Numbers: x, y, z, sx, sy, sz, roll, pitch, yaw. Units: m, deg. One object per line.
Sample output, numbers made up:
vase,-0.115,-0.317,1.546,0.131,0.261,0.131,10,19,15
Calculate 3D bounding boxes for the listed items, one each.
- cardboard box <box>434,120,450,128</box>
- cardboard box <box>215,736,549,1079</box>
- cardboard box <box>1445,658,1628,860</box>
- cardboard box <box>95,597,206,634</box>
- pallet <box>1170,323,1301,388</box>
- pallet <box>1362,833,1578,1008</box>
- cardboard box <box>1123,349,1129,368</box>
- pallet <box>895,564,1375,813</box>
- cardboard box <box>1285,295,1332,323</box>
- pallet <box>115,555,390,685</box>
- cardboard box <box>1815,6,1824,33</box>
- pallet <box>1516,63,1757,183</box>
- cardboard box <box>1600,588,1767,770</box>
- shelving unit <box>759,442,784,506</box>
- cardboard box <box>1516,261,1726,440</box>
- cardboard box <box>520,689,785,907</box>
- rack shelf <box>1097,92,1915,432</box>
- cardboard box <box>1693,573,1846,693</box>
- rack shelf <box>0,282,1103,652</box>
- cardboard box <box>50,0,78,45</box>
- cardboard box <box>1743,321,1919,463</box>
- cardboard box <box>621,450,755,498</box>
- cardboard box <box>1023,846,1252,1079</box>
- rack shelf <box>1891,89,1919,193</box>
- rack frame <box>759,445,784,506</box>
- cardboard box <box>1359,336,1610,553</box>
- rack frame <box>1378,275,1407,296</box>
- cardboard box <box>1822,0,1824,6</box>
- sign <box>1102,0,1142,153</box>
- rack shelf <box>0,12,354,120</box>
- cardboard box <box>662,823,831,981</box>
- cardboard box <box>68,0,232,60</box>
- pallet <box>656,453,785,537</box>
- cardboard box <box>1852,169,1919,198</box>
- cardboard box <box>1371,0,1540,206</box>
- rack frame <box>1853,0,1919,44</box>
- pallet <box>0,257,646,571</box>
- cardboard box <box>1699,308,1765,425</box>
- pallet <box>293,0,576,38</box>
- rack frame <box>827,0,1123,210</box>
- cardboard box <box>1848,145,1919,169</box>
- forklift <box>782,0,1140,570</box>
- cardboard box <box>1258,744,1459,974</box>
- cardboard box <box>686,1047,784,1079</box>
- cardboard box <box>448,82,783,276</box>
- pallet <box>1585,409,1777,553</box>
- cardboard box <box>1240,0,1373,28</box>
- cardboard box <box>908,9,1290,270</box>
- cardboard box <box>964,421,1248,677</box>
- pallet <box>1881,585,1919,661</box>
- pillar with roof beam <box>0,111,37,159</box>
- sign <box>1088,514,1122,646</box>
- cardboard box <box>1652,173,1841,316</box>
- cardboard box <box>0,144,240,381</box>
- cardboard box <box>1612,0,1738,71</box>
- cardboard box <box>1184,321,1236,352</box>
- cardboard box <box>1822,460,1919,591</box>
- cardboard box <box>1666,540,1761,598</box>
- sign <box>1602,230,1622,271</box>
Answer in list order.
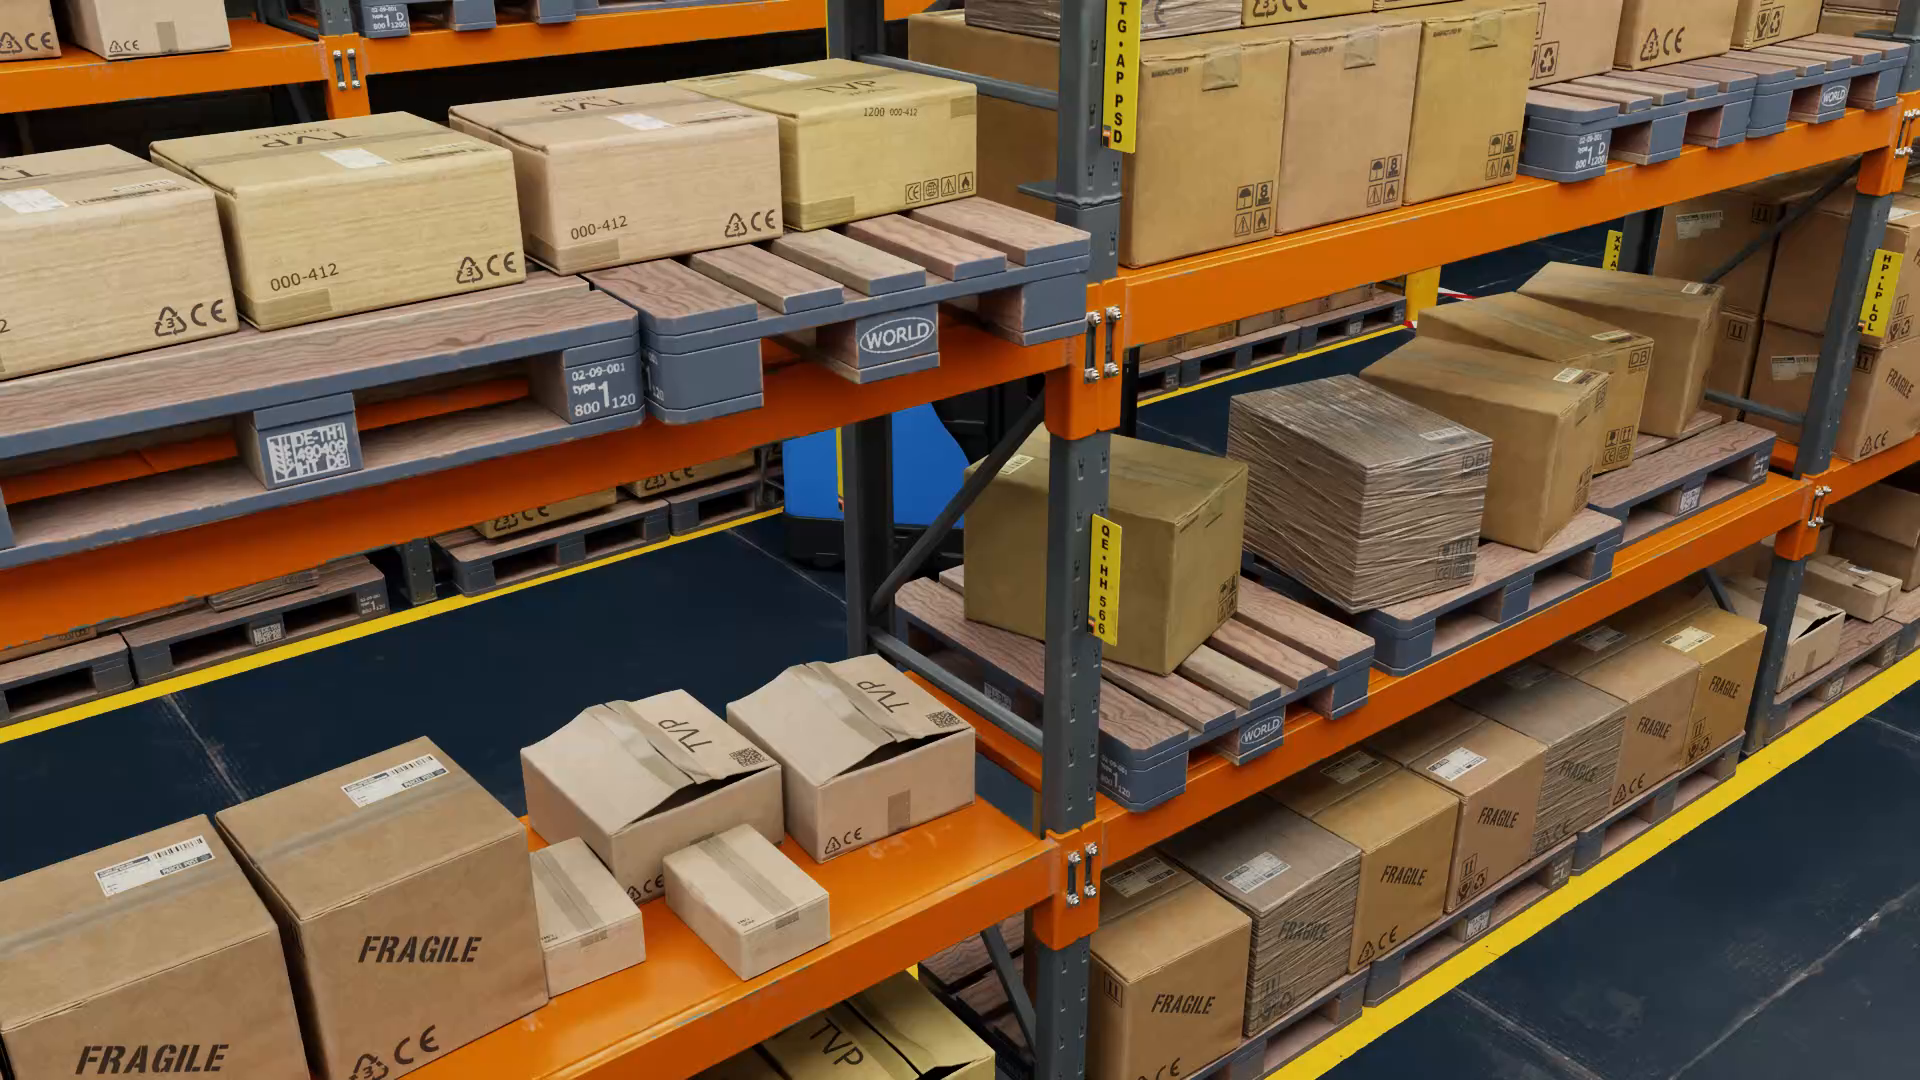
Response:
cardboard box,-2.442,-2.064,8.748,0.500,0.250,0.500,-19,31,-36
cardboard box,-1.300,0.838,3.762,0.500,0.500,0.500,-20,32,-37
cardboard box,2.158,0.817,6.374,0.500,0.500,0.500,-18,30,-33
cardboard box,-4.060,0.036,8.055,0.500,0.500,0.700,-18,31,-34
pallet,1.706,-1.462,12.150,1.213,0.211,1.003,-18,31,-34
pallet,1.581,1.211,6.391,1.213,0.211,1.003,-18,31,-34
cardboard box,0.751,-1.454,11.289,0.500,0.500,0.700,-18,30,-33
pallet,0.501,0.330,5.203,1.003,0.211,1.213,-18,31,-34
cardboard box,2.364,-1.987,12.440,0.500,0.500,0.700,-18,31,-34
pallet,-3.665,0.270,8.418,1.213,0.211,1.003,-18,31,-34
cardboard box,3.377,-2.104,6.835,0.500,0.250,0.500,-18,31,-34
pallet,1.788,-1.455,5.483,1.003,0.211,1.213,-18,31,-34
cardboard box,2.947,0.561,6.925,0.500,0.500,0.500,-18,31,-34
shelving unit,-0.744,-1.190,9.216,0.503,2.100,0.431,-10,24,-39
cardboard box,2.648,-0.784,6.757,0.700,0.500,0.500,15,29,29
cardboard box,-0.813,0.651,4.390,0.500,0.311,0.500,-19,31,-35
rack shelf,1.585,-1.111,5.373,4.000,0.370,1.077,-18,31,-34
cardboard box,3.622,0.386,7.526,0.500,0.311,0.500,-18,31,-34
rack shelf,-1.563,-0.072,3.134,4.000,0.370,1.077,-18,31,-34
cardboard box,-3.757,-2.502,7.372,0.500,0.500,0.500,-18,31,-34
cardboard box,3.728,-0.684,7.042,0.500,0.500,0.500,-17,30,-33
cardboard box,-1.696,-0.786,9.435,0.750,0.750,0.750,-18,31,-34
cardboard box,0.545,1.353,5.218,0.500,0.500,0.500,-17,30,-32
rack shelf,4.732,-2.150,7.612,4.000,0.370,1.077,-18,31,-34
rack frame,-0.930,-1.156,9.061,0.015,2.100,0.400,-10,24,-39
cardboard box,1.806,-0.353,5.830,0.700,0.500,0.500,18,30,33
rack frame,3.246,-3.276,12.745,0.127,3.000,1.000,-18,31,-34
cardboard box,3.374,-2.332,6.733,0.500,0.250,0.500,-18,31,-34
sign,0.347,-1.003,3.576,0.005,0.325,0.100,-18,31,-34
rack shelf,-4.623,-1.712,6.668,4.000,0.370,1.077,-18,31,-34
cardboard box,-0.526,0.882,4.086,0.250,0.149,0.380,-18,31,-34
cardboard box,-3.449,-2.250,7.055,0.500,0.311,0.500,-18,31,-34
pallet,-1.423,-0.428,9.921,1.213,0.211,1.003,-18,31,-34
cardboard box,4.109,-1.259,7.093,0.500,0.500,0.500,-19,31,-36
cardboard box,1.144,-1.356,4.926,0.500,0.500,0.910,-18,31,-34
rack frame,3.158,-3.318,5.710,0.127,3.000,1.000,-18,31,-34
pallet,-1.346,-0.335,3.070,1.213,0.211,1.003,-17,30,-32
cardboard box,3.393,-0.857,7.414,0.500,0.500,0.500,-18,30,-33
pallet,-2.575,-2.657,8.074,1.003,0.211,1.213,-17,30,-32
rack frame,0.011,-2.279,3.471,0.127,3.000,1.000,-18,31,-34
cardboard box,4.195,-1.577,7.779,0.500,0.500,0.500,-18,30,-34
forklift,0.618,-1.287,8.540,3.031,2.935,1.130,4,25,8
cardboard box,1.352,1.087,5.792,0.500,0.500,0.500,-19,31,-35
cardboard box,-0.654,1.600,4.341,0.500,0.311,0.500,-19,31,-35
cardboard box,-0.713,-0.762,3.445,0.500,0.250,0.500,-17,30,-33
pallet,2.462,-0.338,6.643,1.213,0.211,1.003,-18,31,-34
cardboard box,0.759,-1.661,4.396,0.500,0.500,0.500,-18,31,-34
cardboard box,0.333,-1.088,4.349,0.500,0.500,0.910,-18,31,-34
cardboard box,0.437,0.006,5.057,0.700,0.500,0.500,15,29,29
pallet,4.660,0.172,8.630,1.213,0.211,1.003,-18,31,-34
pillar with roof beam,-1.949,-2.442,3.821,0.400,9.000,9.100,-18,31,-34
sign,0.356,0.100,4.095,0.005,0.325,0.100,-18,31,-34
cardboard box,3.397,-1.313,7.209,0.500,0.500,0.500,-18,30,-34
cardboard box,-1.595,-0.478,2.833,0.500,0.250,0.500,-21,32,-38
cardboard box,2.205,-1.951,5.591,0.600,0.600,0.600,-19,31,-35
cardboard box,1.553,-1.716,11.854,0.500,0.500,0.700,-17,30,-33
cardboard box,4.634,-0.154,8.461,0.637,0.503,0.797,-18,31,-34
cardboard box,3.432,0.096,7.927,0.500,0.500,0.500,-18,31,-34
sign,2.818,-1.167,7.173,0.005,0.325,0.100,-18,31,-34
